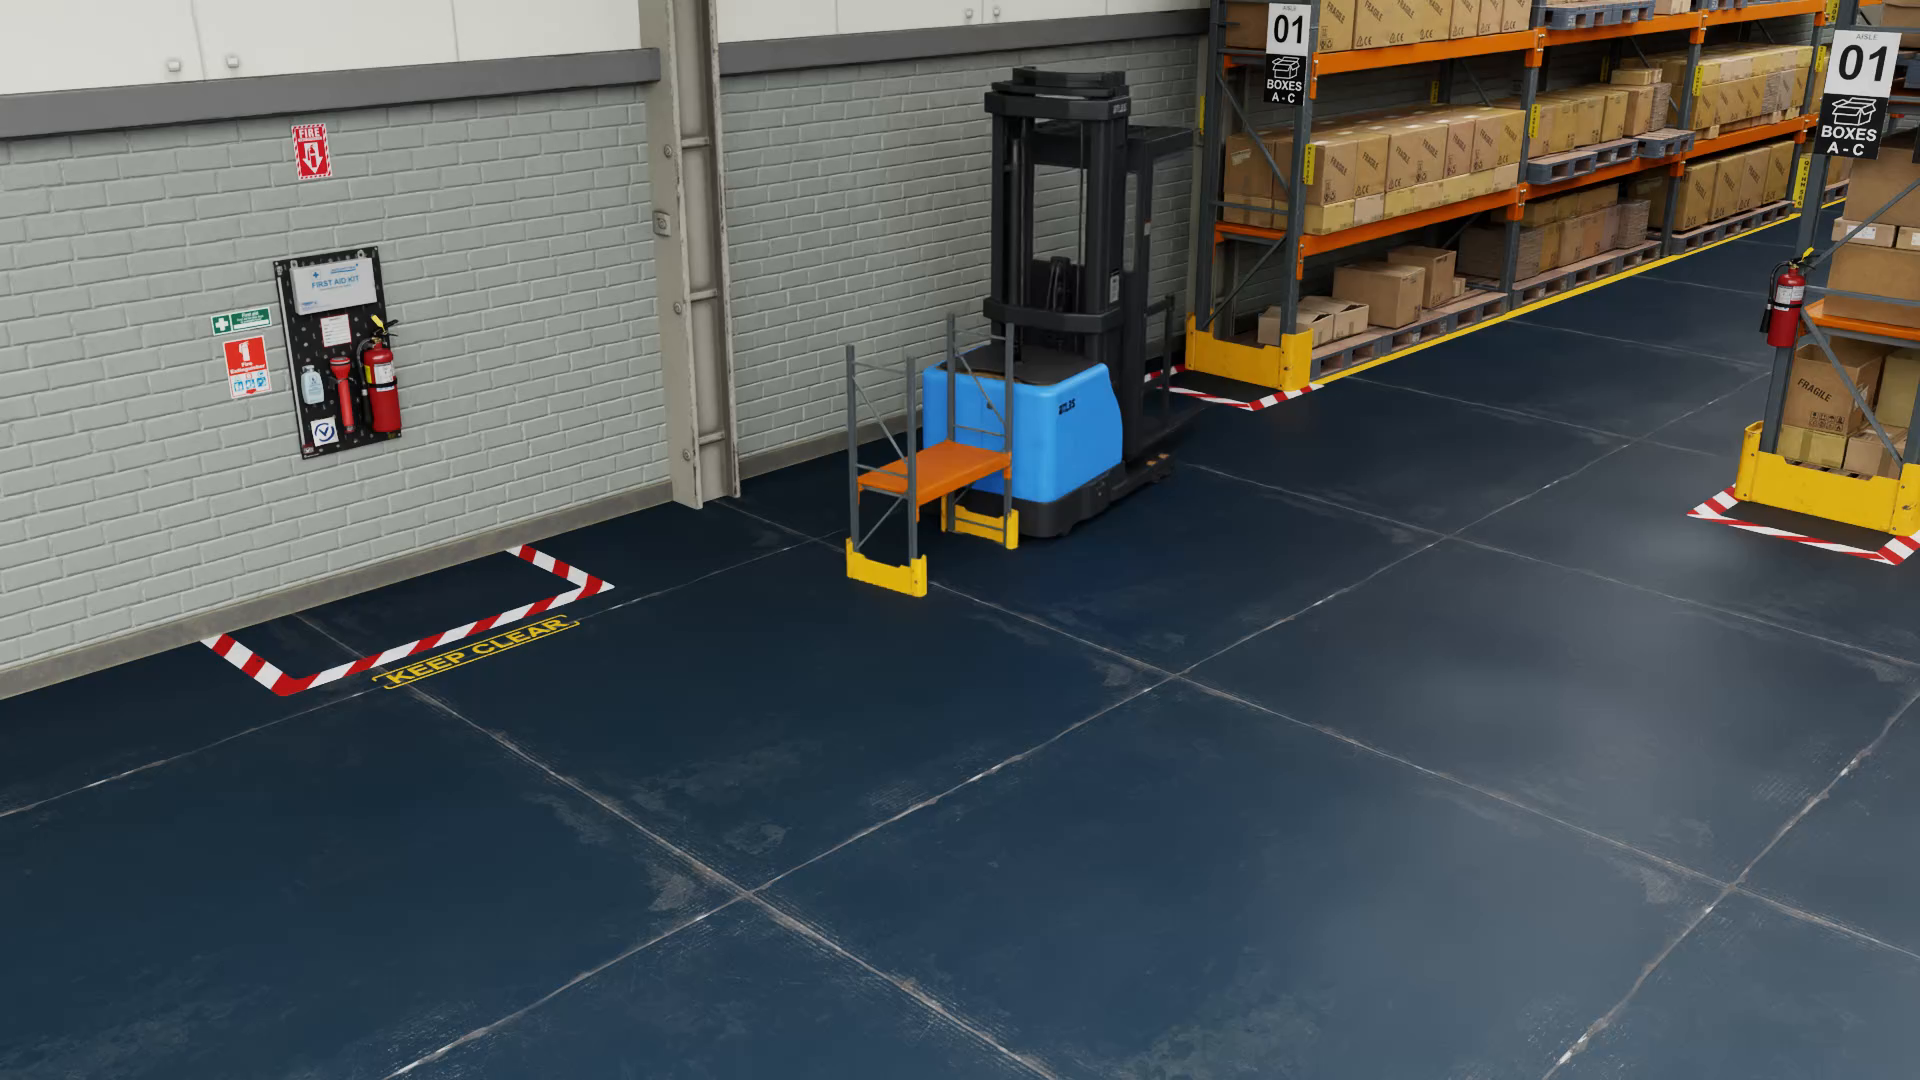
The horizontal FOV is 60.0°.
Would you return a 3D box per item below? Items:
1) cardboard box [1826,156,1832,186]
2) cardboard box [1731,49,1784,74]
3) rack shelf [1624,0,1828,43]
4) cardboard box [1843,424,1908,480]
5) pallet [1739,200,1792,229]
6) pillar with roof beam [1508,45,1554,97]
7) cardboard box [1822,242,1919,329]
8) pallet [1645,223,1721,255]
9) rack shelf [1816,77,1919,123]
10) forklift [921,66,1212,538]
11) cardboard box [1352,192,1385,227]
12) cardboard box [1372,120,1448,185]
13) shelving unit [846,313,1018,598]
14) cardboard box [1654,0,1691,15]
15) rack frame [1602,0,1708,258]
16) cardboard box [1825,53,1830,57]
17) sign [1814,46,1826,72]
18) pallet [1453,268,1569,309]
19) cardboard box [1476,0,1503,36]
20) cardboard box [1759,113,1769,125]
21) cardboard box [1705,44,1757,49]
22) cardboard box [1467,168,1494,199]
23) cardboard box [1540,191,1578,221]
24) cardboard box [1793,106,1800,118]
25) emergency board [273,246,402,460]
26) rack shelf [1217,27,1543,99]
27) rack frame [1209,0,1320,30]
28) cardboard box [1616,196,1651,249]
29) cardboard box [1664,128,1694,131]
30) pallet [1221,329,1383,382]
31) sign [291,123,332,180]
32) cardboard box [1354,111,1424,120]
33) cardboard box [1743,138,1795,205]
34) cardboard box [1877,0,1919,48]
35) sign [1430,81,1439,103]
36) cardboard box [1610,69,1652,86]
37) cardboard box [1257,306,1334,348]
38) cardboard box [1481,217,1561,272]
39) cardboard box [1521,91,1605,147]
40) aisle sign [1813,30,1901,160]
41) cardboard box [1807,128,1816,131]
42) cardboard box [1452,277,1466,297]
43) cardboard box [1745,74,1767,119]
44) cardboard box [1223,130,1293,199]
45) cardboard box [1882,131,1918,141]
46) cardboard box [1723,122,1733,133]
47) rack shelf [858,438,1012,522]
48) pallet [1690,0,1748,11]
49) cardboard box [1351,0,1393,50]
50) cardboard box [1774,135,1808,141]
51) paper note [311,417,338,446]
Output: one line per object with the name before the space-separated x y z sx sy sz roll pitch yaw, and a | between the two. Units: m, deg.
cardboard box | 11.824 -5.258 23.472 0.700 0.500 0.500 19 28 40
cardboard box | 10.014 -6.034 20.966 0.500 0.250 0.500 -19 28 -41
rack shelf | 9.481 -6.484 20.585 1.077 0.370 4.000 19 28 41
cardboard box | 6.590 -0.605 11.714 0.500 0.250 0.500 19 28 41
pallet | 10.392 -4.415 22.266 1.003 0.211 1.213 19 28 41
pillar with roof beam | 9.644 -6.511 15.470 9.100 9.000 0.400 19 28 41
cardboard box | 6.392 -1.774 11.369 0.700 0.500 0.500 19 28 41
pallet | 8.690 -3.788 20.635 1.003 0.211 1.213 19 28 41
rack shelf | 7.452 -3.189 12.011 1.077 0.370 4.000 19 28 41
forklift | 0.937 -1.862 11.833 1.130 2.935 3.031 13 24 30
cardboard box | 3.425 -2.971 14.805 0.500 0.250 0.500 18 28 39
cardboard box | 4.122 -3.577 15.337 0.500 0.500 0.500 -19 28 -40
shelving unit | -0.166 -0.563 10.448 0.587 1.500 1.083 15 25 33
cardboard box | 7.777 -6.021 18.473 0.500 0.311 0.500 19 28 41
rack frame | 8.086 -4.905 19.656 1.000 3.000 0.127 19 28 41
cardboard box | 11.779 -6.395 23.114 0.980 0.700 0.700 18 28 39
sign | 11.272 -6.304 21.791 0.100 0.325 0.005 19 28 41
pallet | 5.837 -2.776 18.003 1.003 0.211 1.213 19 28 41
cardboard box | 4.758 -5.015 15.593 0.500 0.500 0.500 16 26 36
cardboard box | 10.111 -5.413 21.299 0.380 0.149 0.250 19 28 41
cardboard box | 10.008 -6.289 21.630 0.500 0.250 0.500 20 28 41
cardboard box | 4.829 -3.493 16.162 0.500 0.250 0.500 19 28 41
cardboard box | 6.462 -3.708 18.366 0.500 0.250 0.500 18 28 39
cardboard box | 10.843 -5.668 21.962 0.380 0.149 0.250 20 28 41
emergency board | -3.563 -1.077 9.697 0.194 1.169 0.643 19 28 41
rack shelf | 3.900 -4.427 15.234 1.077 0.370 4.000 19 28 41
rack frame | 2.505 -5.649 13.230 1.000 3.000 0.127 19 28 41
cardboard box | 7.621 -3.746 19.510 0.500 0.500 0.700 -20 29 -41
cardboard box | 8.481 -4.824 19.767 0.380 0.149 0.250 19 28 40
pallet | 3.150 -1.767 15.377 1.003 0.211 1.213 19 28 41
sign | -3.640 -2.182 9.340 0.001 0.298 0.199 19 28 41
cardboard box | 4.103 -3.839 16.018 0.500 0.500 0.500 -19 28 -41
cardboard box | 10.516 -4.927 22.122 0.750 0.750 0.750 20 28 41
cardboard box | 6.461 -3.466 10.807 0.637 0.503 0.797 -18 27 -38
sign | 4.895 -4.556 17.132 0.100 0.325 0.005 19 28 41
cardboard box | 7.653 -5.278 18.968 0.380 0.149 0.250 14 25 32
cardboard box | 3.052 -1.955 15.113 0.500 0.311 0.500 15 26 35
cardboard box | 6.121 -3.254 18.232 0.700 0.500 0.500 19 28 40
cardboard box | 6.507 -4.570 18.032 0.500 0.500 0.700 -16 26 -35
aisle sign | 5.800 -2.880 10.764 0.394 0.787 0.004 19 28 41
cardboard box | 12.489 -5.911 24.267 0.250 0.149 0.380 -20 28 -41
cardboard box | 4.944 -2.615 17.033 0.380 0.166 0.250 15 26 34
cardboard box | 9.685 -5.556 20.768 0.500 0.500 0.500 -19 28 -41
cardboard box | 2.681 -3.313 14.648 0.500 0.500 0.500 19 28 40
cardboard box | 6.791 -2.529 11.527 0.700 0.500 0.500 18 28 39
cardboard box | 9.359 -5.162 20.646 0.250 0.149 0.380 -20 28 -41
rack shelf | -0.171 -0.392 10.506 0.538 0.185 1.000 15 25 33
pallet | 8.497 -6.396 19.617 1.003 0.211 1.213 -19 28 -40
cardboard box | 3.318 -4.458 14.143 0.500 0.500 0.500 -18 27 -39
cardboard box | 11.777 -5.648 23.584 0.380 0.149 0.250 18 27 39
paper note | -3.736 -0.638 9.781 0.016 0.148 0.142 19 28 41
